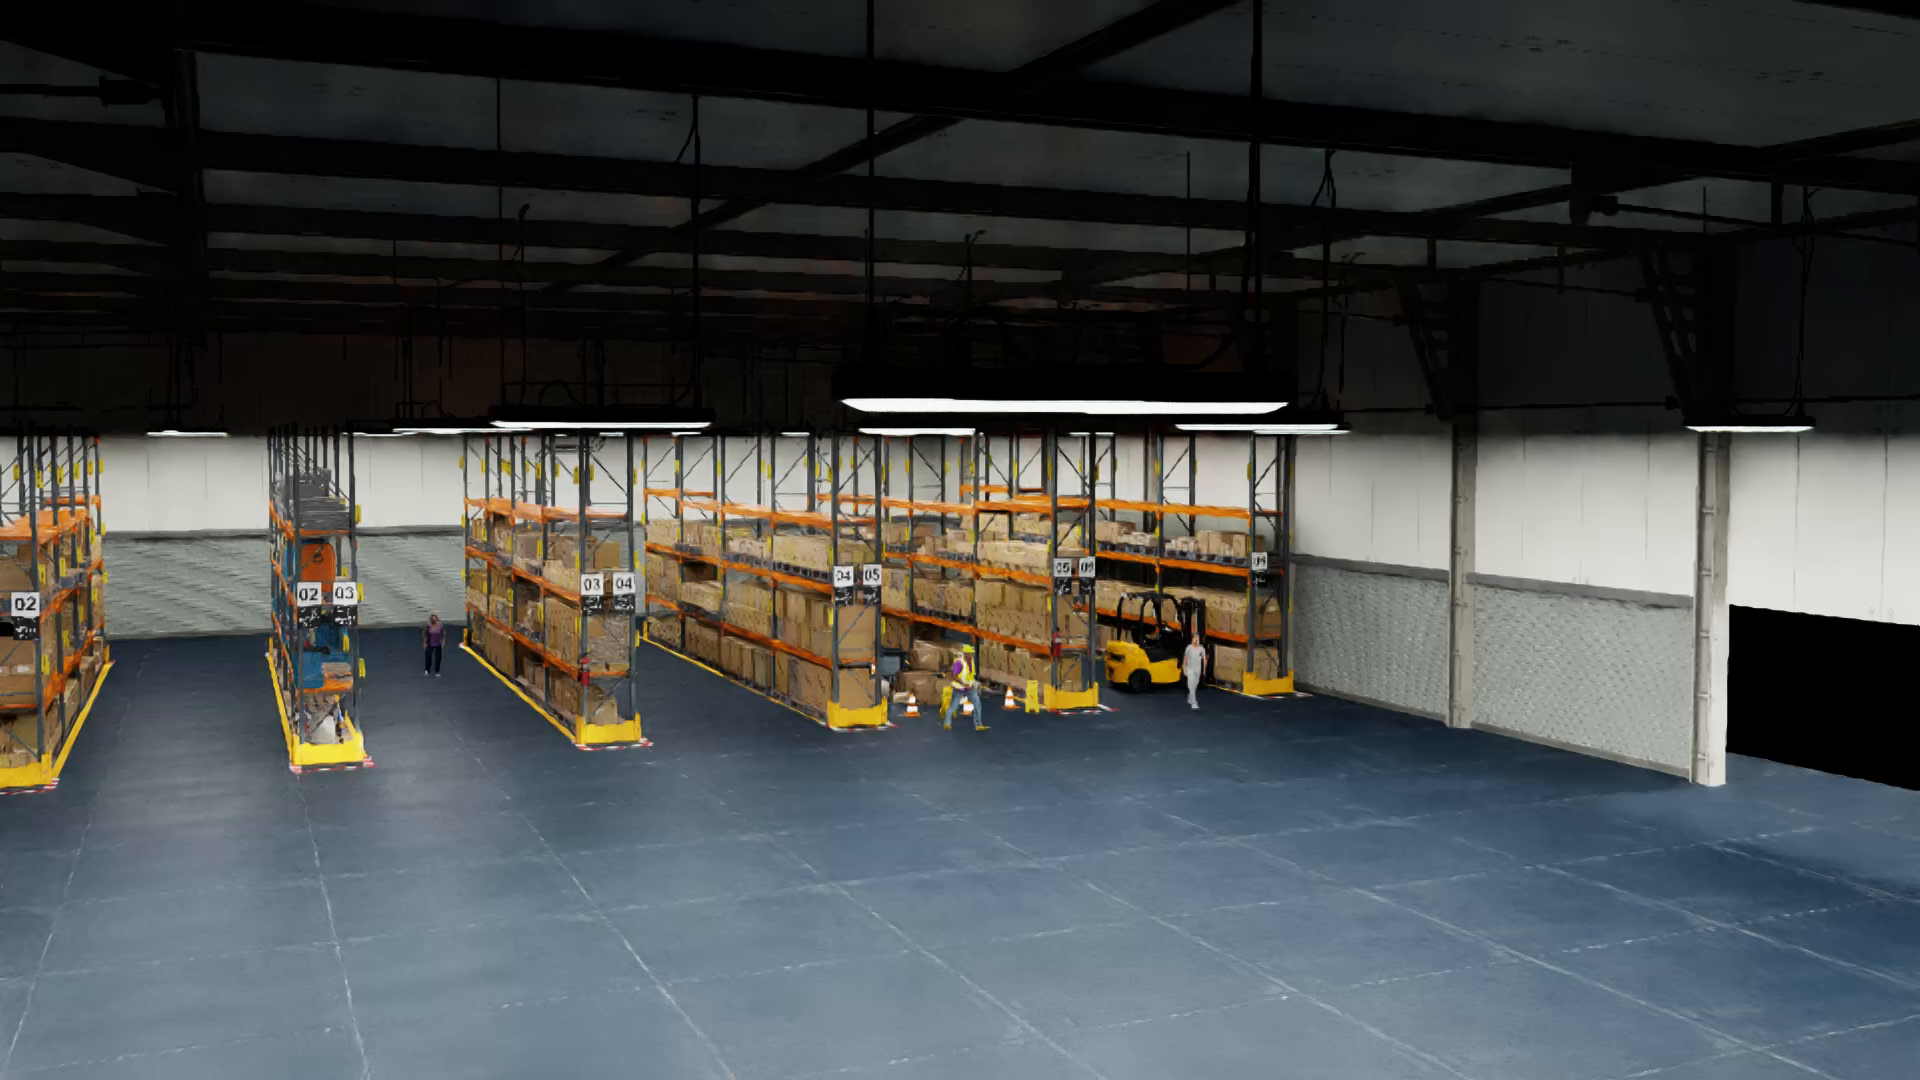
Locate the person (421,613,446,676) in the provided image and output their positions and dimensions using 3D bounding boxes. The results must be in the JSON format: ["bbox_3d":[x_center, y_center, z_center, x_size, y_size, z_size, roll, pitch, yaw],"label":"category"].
[{"bbox_3d":[-12.655,2.522,39.966,0.566,1.534,0.519,-2,4,-27],"label":"person"}]

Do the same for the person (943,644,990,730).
[{"bbox_3d":[0.065,2.878,32.514,0.704,1.701,0.828,-3,5,-42],"label":"person"}]

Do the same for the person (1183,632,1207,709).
[{"bbox_3d":[4.995,2.746,35.279,0.446,1.601,1.006,-1,4,-15],"label":"person"}]
